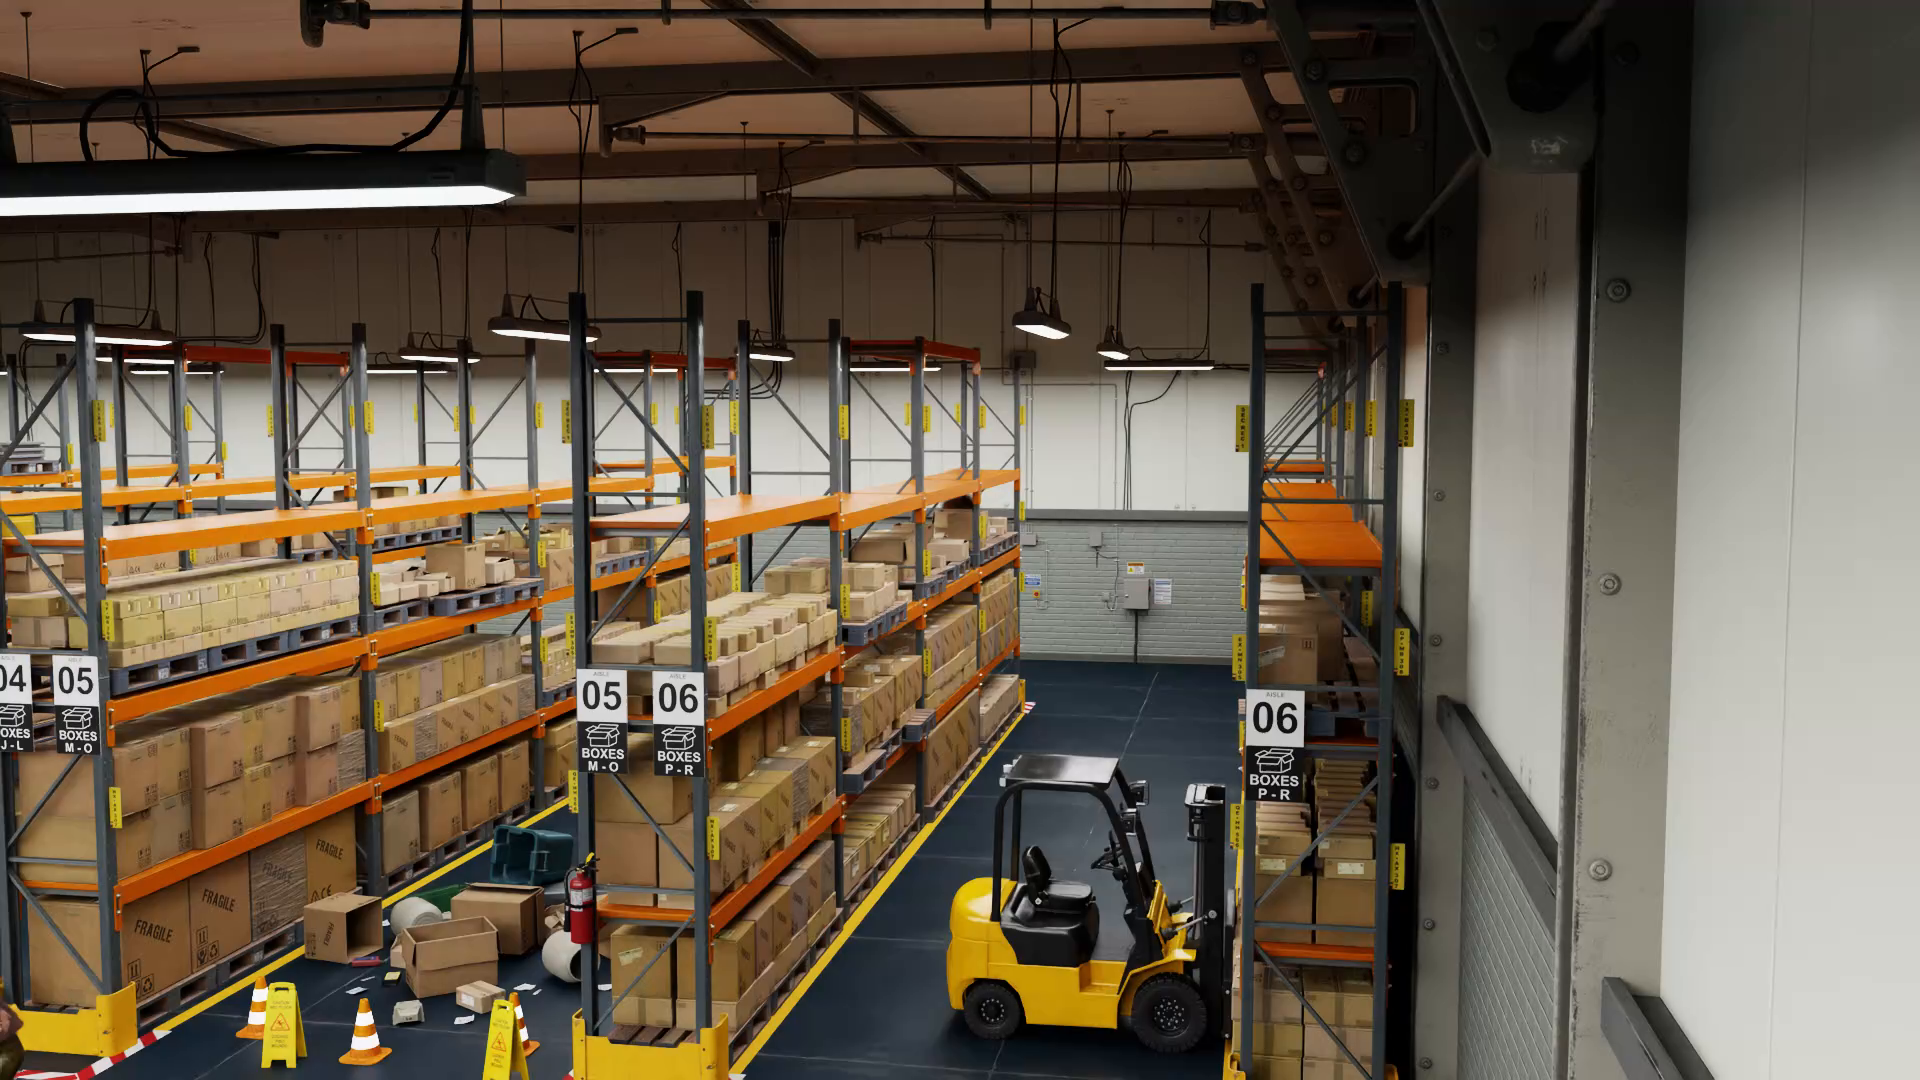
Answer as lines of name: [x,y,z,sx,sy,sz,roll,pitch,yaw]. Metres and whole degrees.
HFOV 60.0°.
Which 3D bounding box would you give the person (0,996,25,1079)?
person: [-7.007,3.368,11.712,0.752,1.683,0.490,2,5,21]
